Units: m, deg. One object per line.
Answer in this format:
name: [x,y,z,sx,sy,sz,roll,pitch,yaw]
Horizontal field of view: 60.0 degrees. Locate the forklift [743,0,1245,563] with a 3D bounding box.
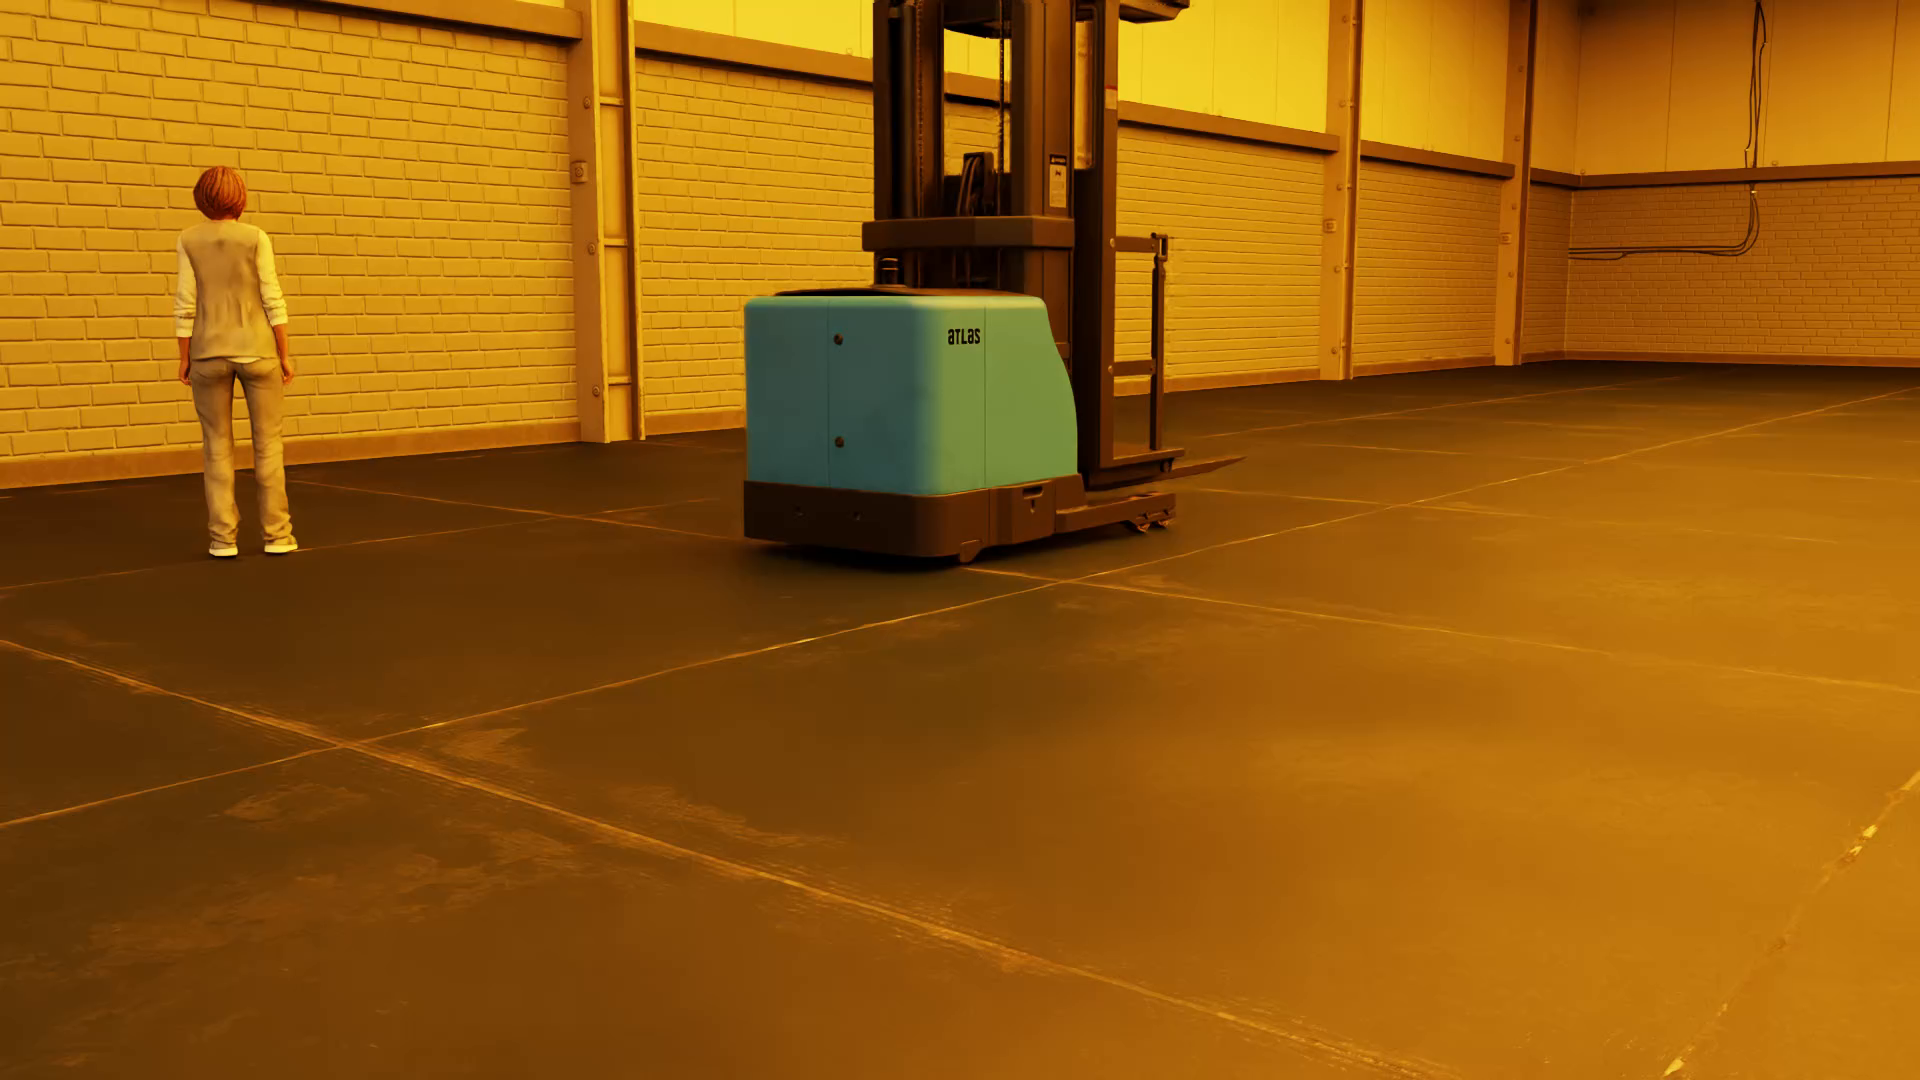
forklift: [0.363,-1.526,7.714,1.130,2.935,3.031,6,10,36]

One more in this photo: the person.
person: [-2.993,-0.731,6.879,0.444,1.602,0.329,-3,9,-18]
